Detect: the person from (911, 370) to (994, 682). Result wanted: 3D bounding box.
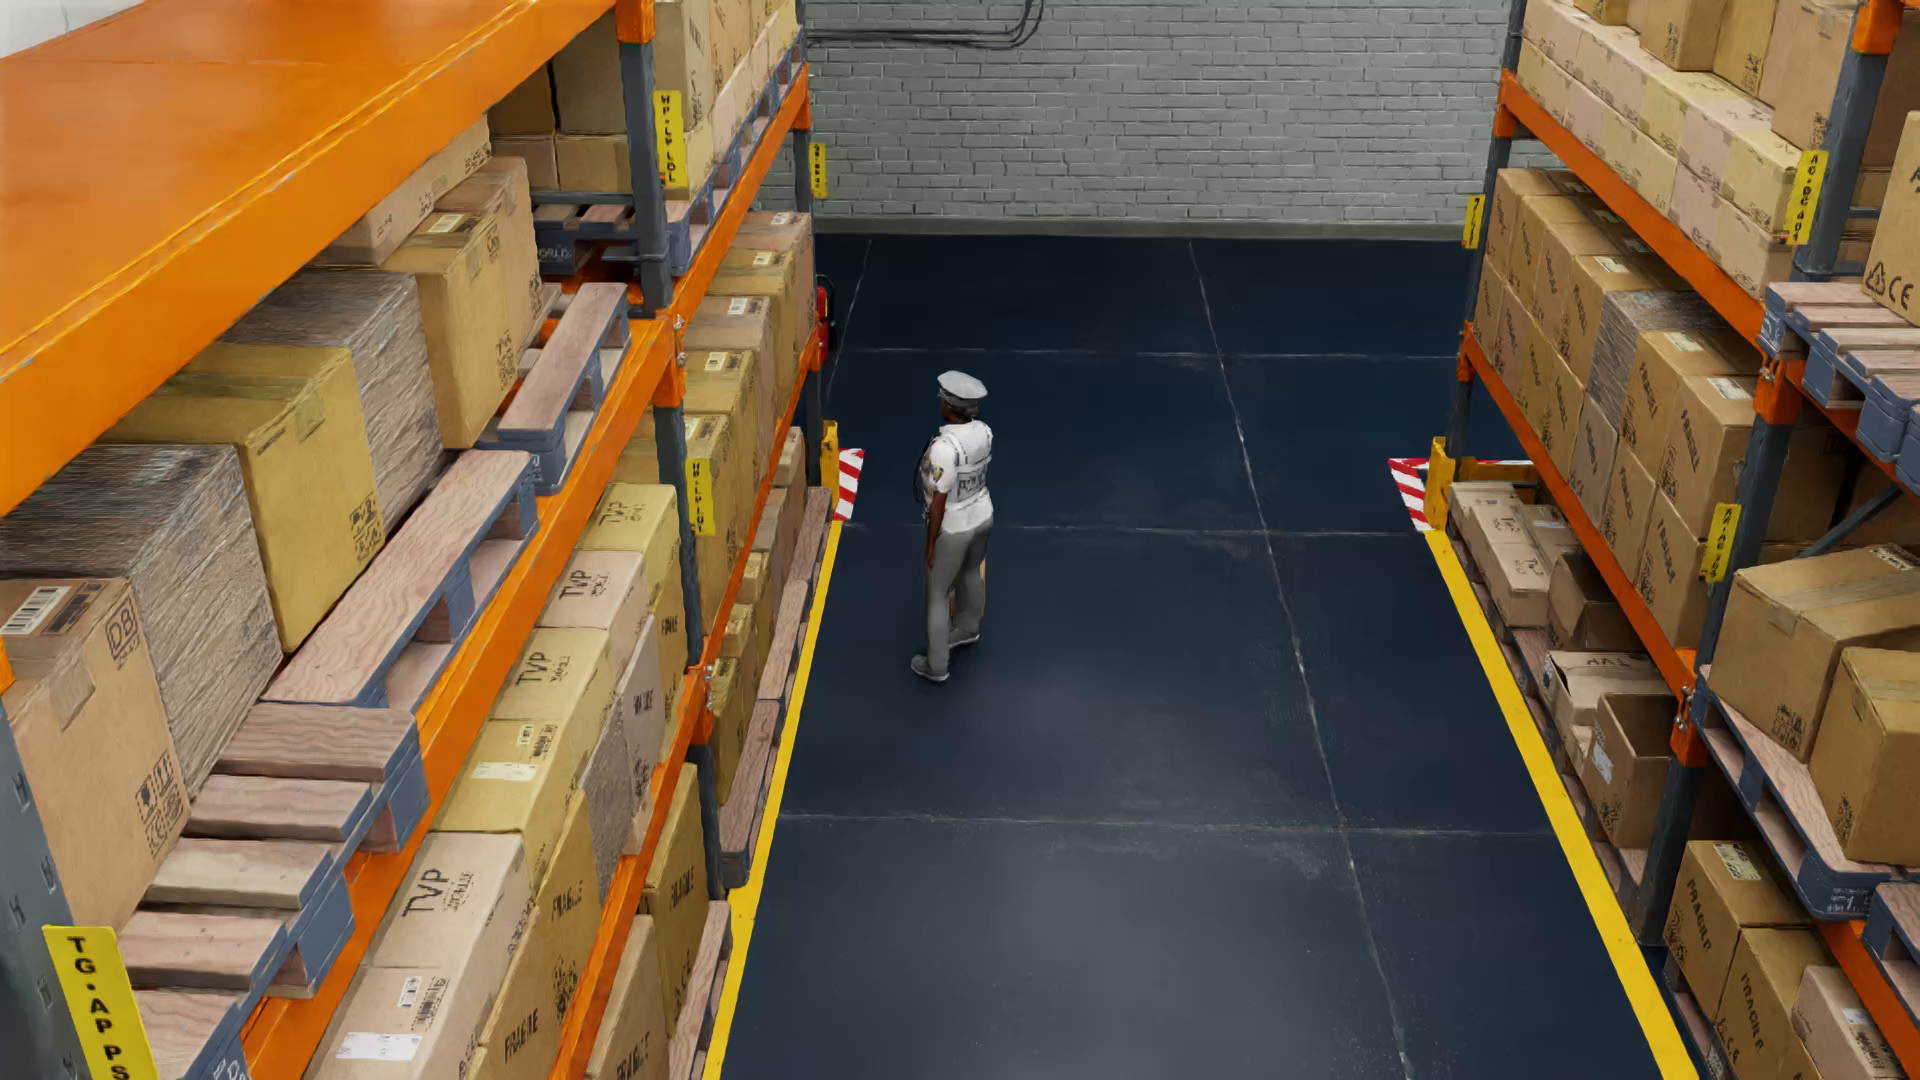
[{"bbox_3d":[-0.039,-0.076,8.763,0.389,1.689,0.530,19,33,31],"label":"person"}]
